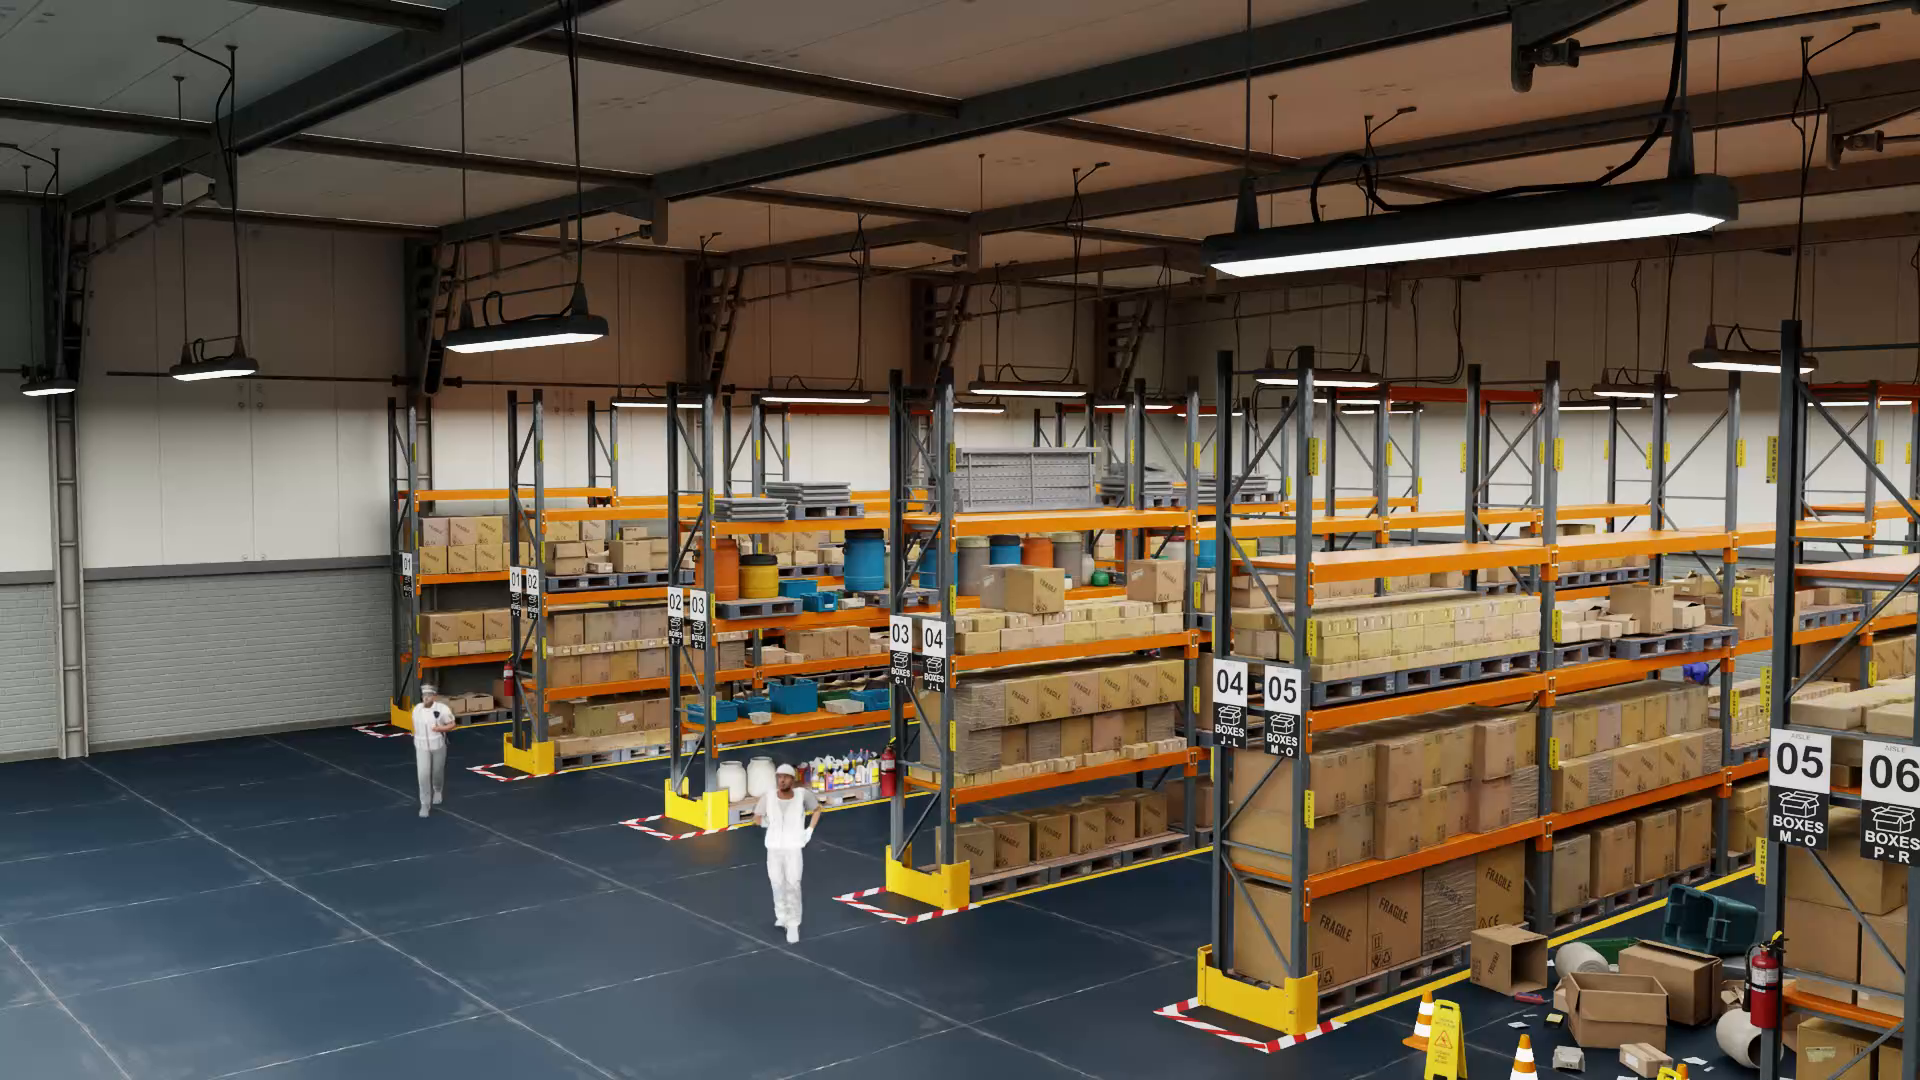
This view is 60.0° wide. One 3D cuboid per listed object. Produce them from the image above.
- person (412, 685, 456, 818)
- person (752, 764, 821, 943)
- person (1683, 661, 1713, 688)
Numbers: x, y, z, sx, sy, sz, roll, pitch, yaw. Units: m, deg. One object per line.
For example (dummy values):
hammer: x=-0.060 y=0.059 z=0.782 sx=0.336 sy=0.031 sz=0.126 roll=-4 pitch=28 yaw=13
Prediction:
person: x=-7.394 y=2.916 z=23.340 sx=0.640 sy=1.818 sz=0.910 roll=0 pitch=3 yaw=-8
person: x=-1.842 y=3.264 z=17.412 sx=0.675 sy=1.847 sz=0.683 roll=0 pitch=3 yaw=8
person: x=12.883 y=2.664 z=28.983 sx=0.559 sy=1.633 sz=0.685 roll=0 pitch=3 yaw=3
